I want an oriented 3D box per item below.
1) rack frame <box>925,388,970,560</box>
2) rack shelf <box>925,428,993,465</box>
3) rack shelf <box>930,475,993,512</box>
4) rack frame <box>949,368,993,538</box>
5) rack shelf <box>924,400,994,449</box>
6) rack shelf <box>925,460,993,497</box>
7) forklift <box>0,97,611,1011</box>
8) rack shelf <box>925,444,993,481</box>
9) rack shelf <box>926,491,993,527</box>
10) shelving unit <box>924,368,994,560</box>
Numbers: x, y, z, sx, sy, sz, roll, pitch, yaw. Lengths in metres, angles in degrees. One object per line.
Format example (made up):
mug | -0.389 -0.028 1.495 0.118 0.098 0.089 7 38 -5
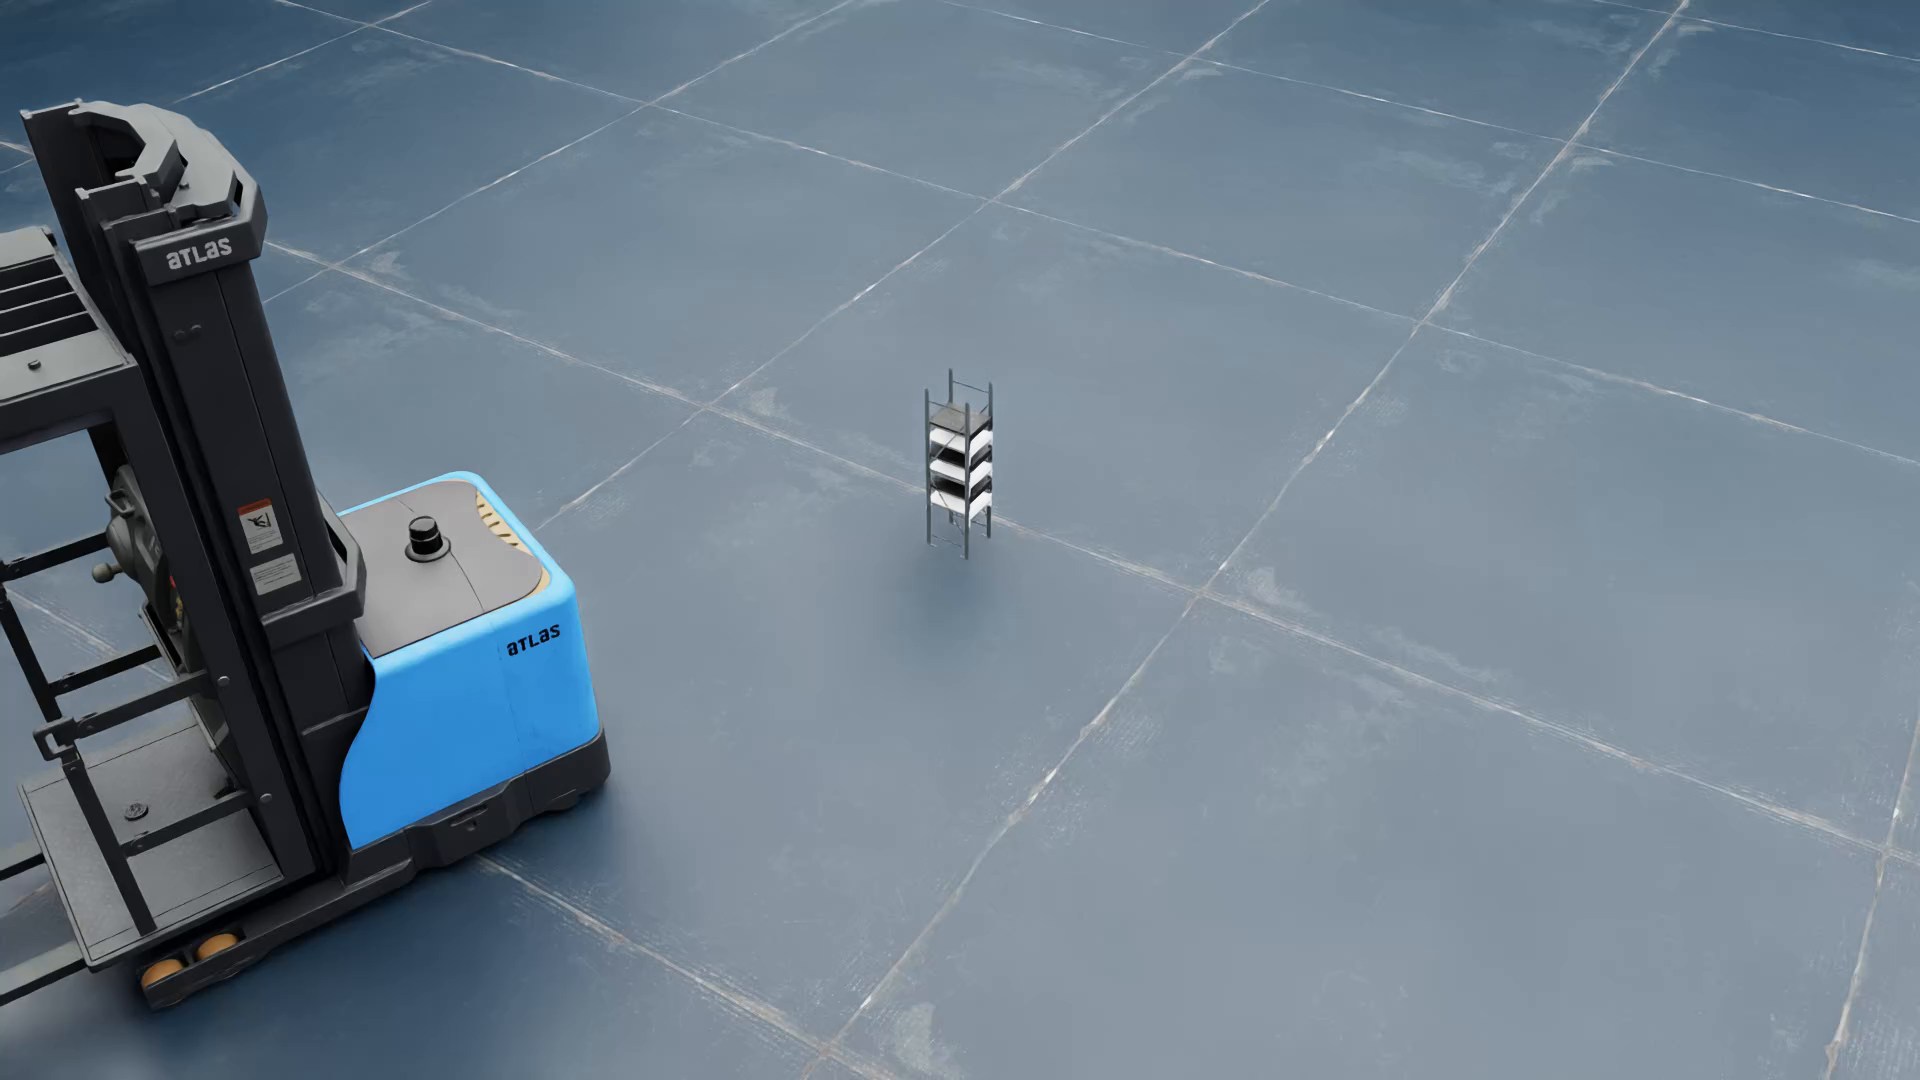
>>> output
rack frame | -0.059 -0.300 7.841 0.240 0.900 0.006 21 42 25
rack shelf | -0.004 -0.468 7.820 0.258 0.077 0.200 21 42 25
rack shelf | -0.004 -0.255 7.985 0.258 0.077 0.200 21 42 25
rack frame | 0.050 -0.405 7.977 0.240 0.900 0.006 21 42 25
rack shelf | -0.004 -0.540 7.765 0.258 0.077 0.200 21 42 25
rack shelf | -0.004 -0.326 7.930 0.258 0.077 0.200 21 42 25
forklift | -2.925 0.152 5.592 3.031 2.935 1.130 -24 44 -28
rack shelf | -0.004 -0.397 7.875 0.258 0.077 0.200 21 42 25
rack shelf | -0.004 -0.183 8.040 0.258 0.077 0.200 21 42 25
shelving unit | -0.004 -0.352 7.909 0.258 0.900 0.210 21 42 25
